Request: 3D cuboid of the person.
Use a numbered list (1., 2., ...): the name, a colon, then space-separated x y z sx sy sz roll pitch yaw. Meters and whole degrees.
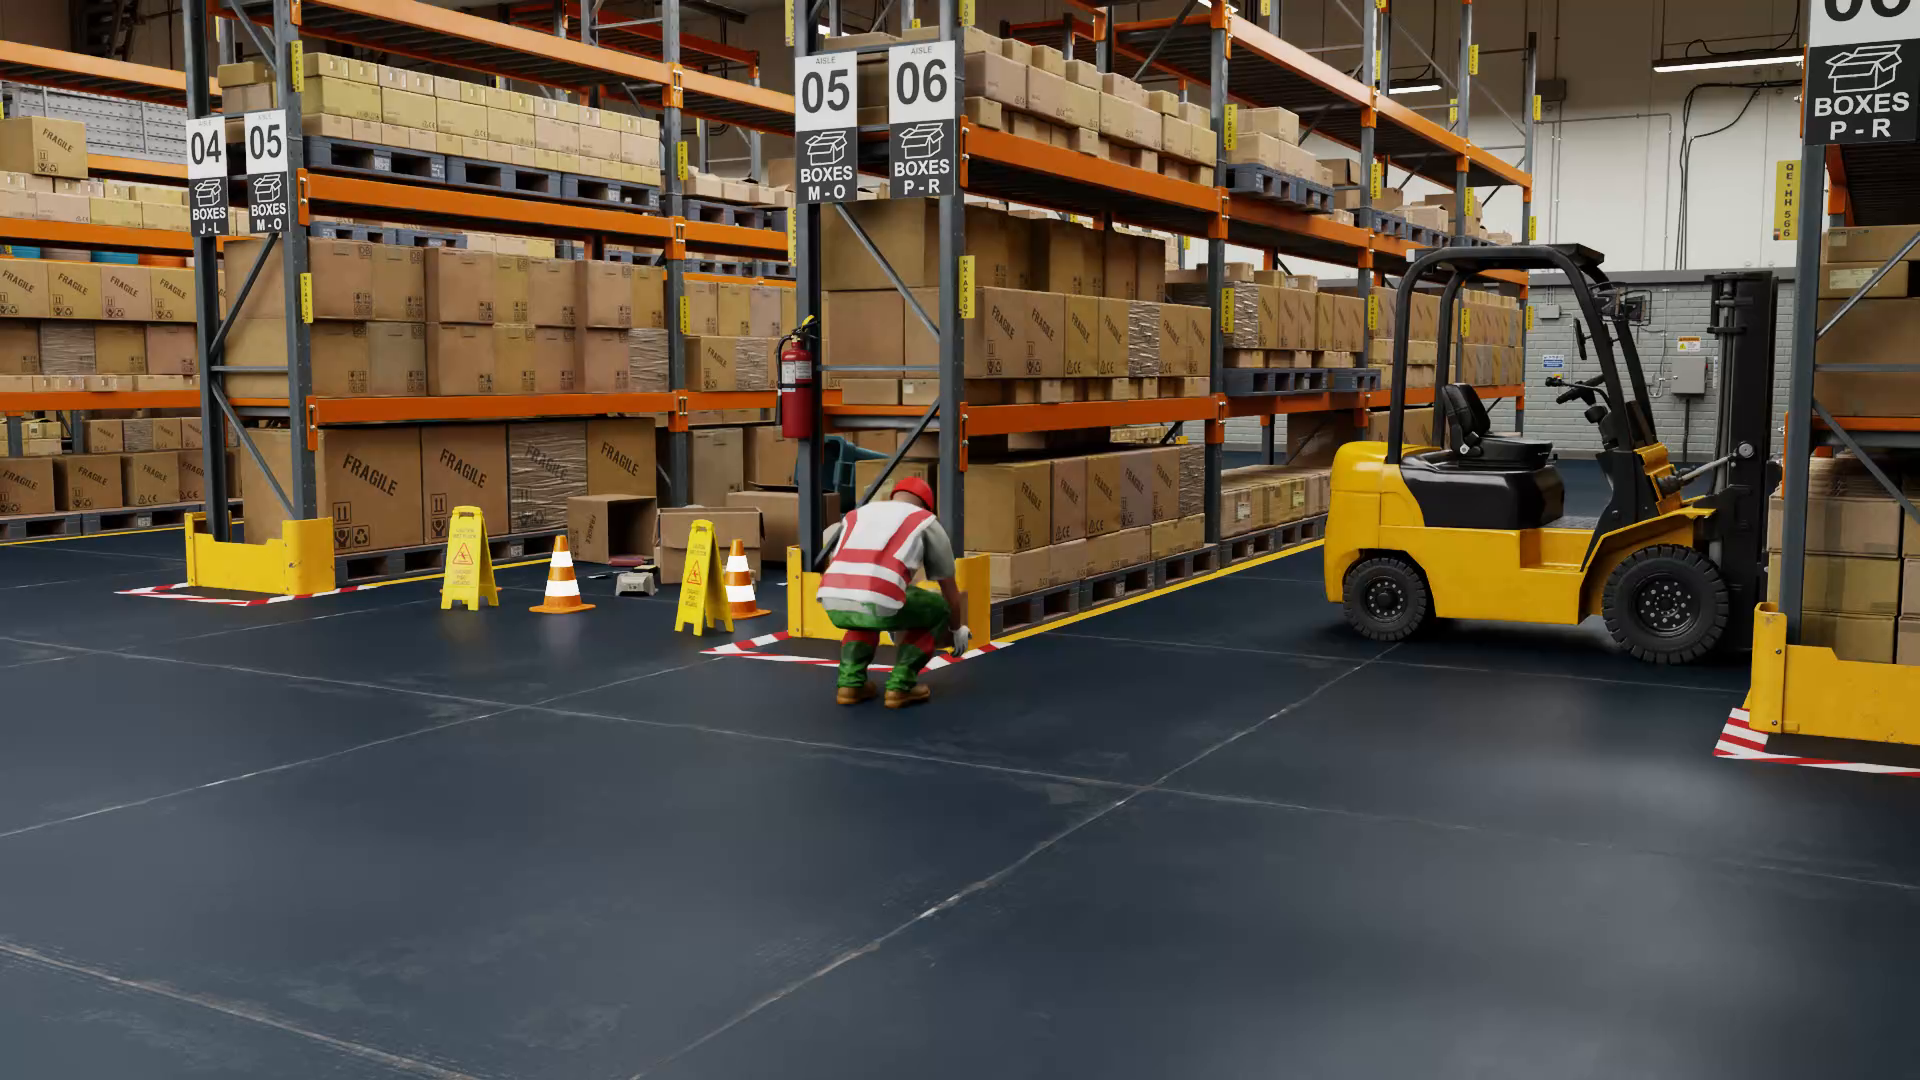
1. person: -0.331 0.227 7.616 0.567 1.006 0.884 3 7 28
